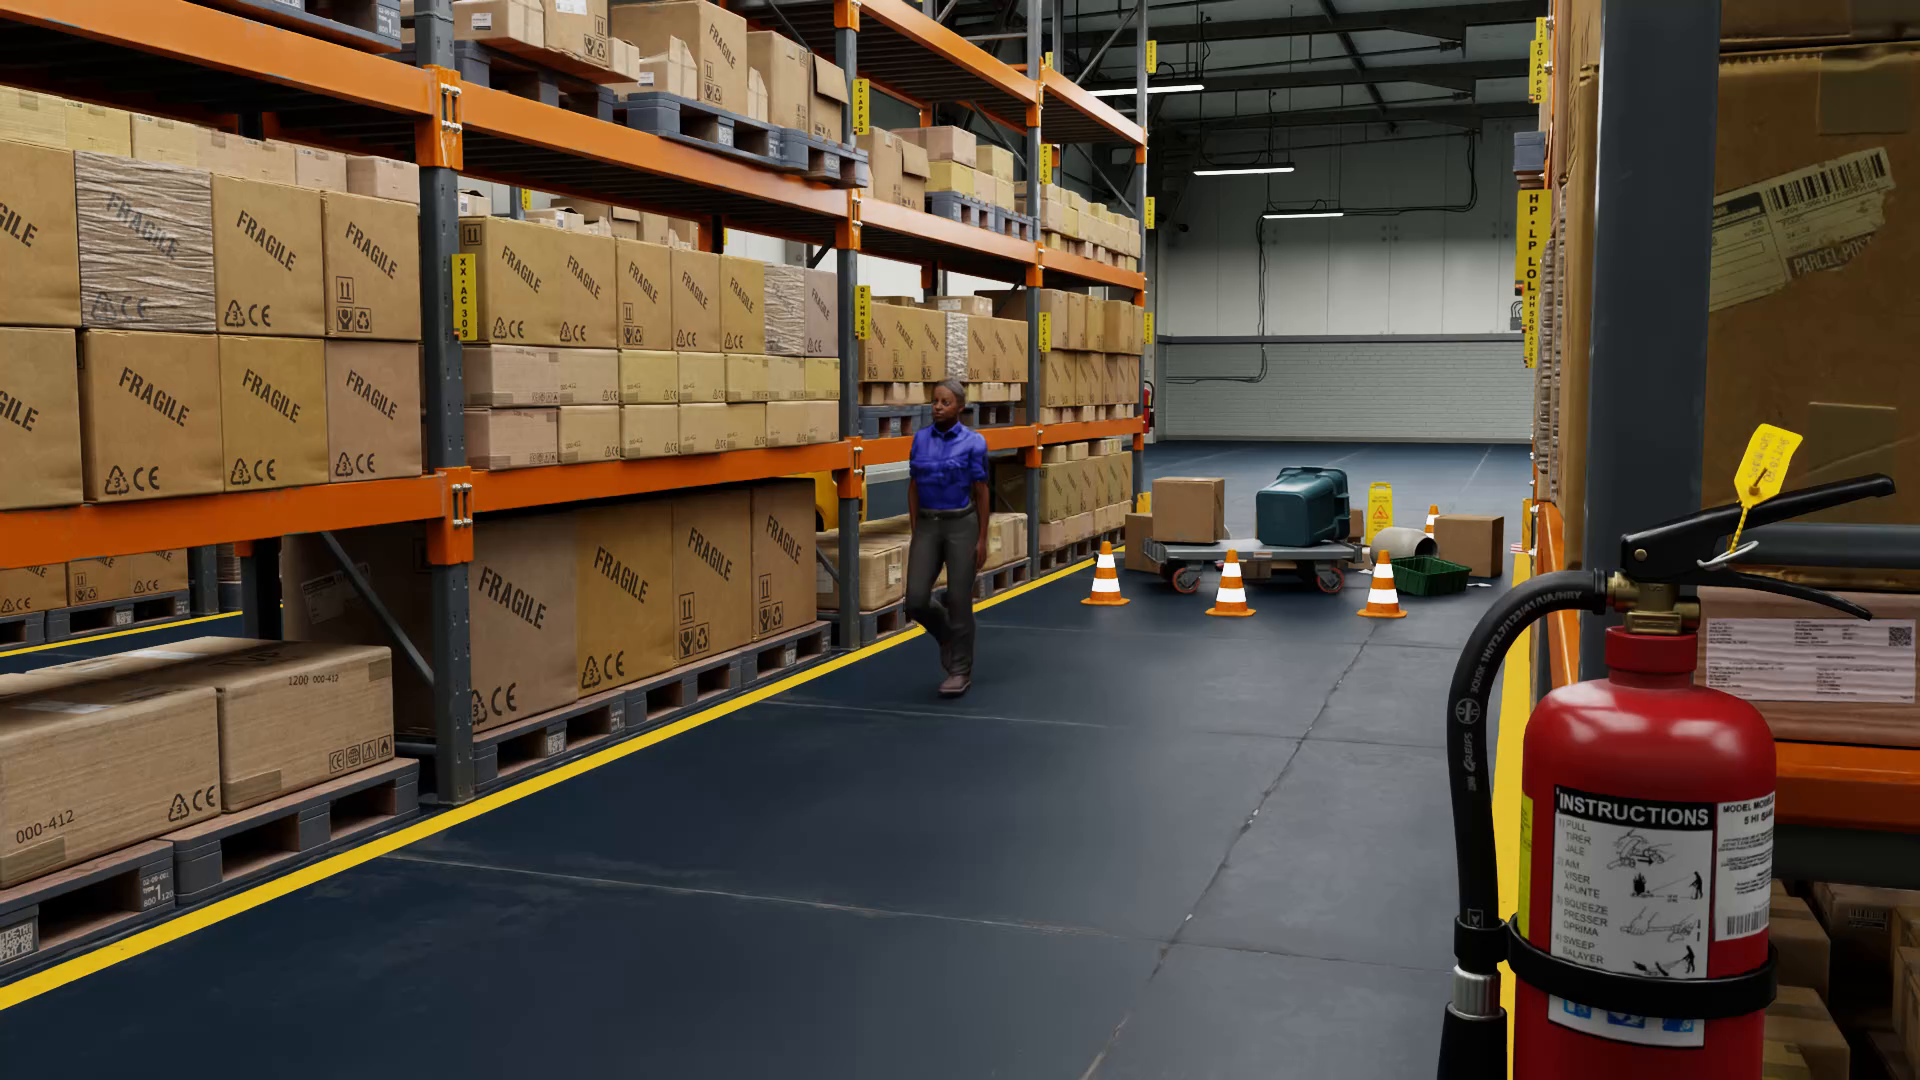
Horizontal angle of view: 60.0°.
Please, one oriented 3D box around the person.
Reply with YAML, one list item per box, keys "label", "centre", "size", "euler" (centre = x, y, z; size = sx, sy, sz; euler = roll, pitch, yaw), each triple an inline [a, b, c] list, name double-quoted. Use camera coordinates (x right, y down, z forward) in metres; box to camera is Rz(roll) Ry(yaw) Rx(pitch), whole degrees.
- label: "person"
  centre: [-0.045, -0.018, 8.844]
  size: [0.461, 1.630, 0.489]
  euler: [2, 6, 19]
